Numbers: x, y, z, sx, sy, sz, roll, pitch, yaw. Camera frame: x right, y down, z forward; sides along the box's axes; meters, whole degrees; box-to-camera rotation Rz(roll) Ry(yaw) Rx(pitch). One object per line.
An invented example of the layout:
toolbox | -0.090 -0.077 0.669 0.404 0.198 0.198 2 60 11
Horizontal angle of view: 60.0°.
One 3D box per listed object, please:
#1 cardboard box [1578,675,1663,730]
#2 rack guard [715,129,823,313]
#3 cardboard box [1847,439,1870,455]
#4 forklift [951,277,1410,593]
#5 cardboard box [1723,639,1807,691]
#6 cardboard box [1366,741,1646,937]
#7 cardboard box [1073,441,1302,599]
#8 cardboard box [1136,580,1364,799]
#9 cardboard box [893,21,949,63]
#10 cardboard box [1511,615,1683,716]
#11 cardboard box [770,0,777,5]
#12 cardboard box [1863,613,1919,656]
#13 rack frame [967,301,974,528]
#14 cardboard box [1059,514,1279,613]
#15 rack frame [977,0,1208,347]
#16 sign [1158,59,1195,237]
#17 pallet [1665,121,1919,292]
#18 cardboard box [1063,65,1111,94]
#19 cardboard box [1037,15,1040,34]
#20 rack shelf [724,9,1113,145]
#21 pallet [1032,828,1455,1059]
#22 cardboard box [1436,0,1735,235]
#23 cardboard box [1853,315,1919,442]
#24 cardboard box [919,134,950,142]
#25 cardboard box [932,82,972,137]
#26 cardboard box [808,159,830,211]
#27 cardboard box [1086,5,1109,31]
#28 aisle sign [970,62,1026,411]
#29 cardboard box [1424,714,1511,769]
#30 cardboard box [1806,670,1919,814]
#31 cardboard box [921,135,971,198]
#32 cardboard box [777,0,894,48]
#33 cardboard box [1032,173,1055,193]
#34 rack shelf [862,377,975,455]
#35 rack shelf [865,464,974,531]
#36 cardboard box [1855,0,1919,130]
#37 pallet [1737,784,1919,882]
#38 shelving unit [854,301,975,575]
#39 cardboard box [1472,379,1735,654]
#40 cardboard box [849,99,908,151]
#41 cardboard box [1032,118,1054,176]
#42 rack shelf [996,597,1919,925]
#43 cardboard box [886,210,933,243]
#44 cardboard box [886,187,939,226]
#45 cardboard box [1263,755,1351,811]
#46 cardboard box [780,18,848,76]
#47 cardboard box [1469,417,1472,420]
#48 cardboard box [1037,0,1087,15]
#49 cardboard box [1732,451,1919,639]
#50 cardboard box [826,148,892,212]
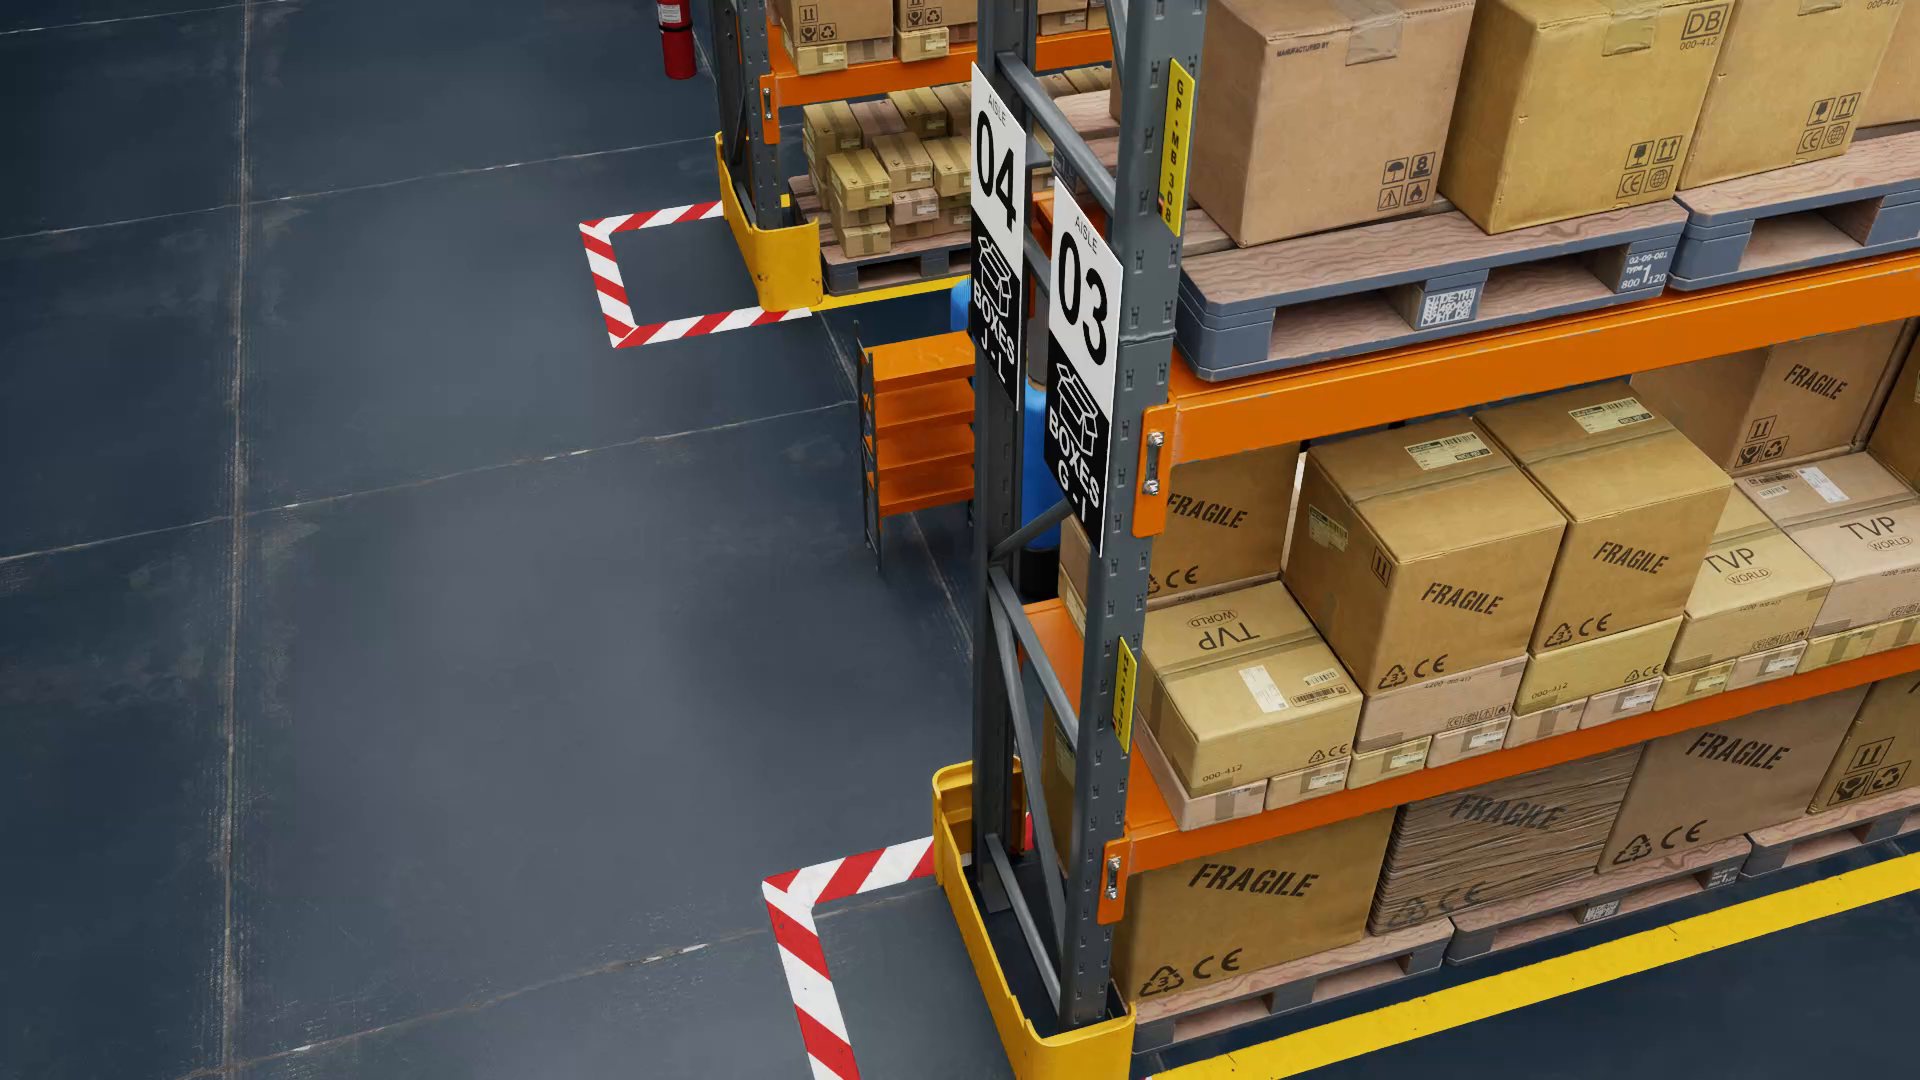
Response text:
cardboard box | 1.912 0.373 5.084 0.250 0.149 0.380 -12 43 -14
rack guard | -1.072 -1.810 9.291 0.348 0.500 1.175 -12 42 -13
cardboard box | 3.061 -0.426 5.695 0.500 0.250 0.500 -12 43 -13
forklift | 1.519 -1.460 7.043 3.031 2.935 1.130 -13 43 -15
cardboard box | 2.403 0.270 5.201 0.250 0.149 0.380 -11 42 -12
cardboard box | 1.703 0.682 5.835 0.875 0.875 0.875 -12 42 -13
cardboard box | 0.635 -0.203 4.869 0.500 0.500 0.500 -11 42 -13
cardboard box | 0.788 0.416 4.732 0.500 0.250 0.500 -13 43 -14
cardboard box | -0.234 -2.596 8.482 0.250 0.149 0.380 -13 43 -14
cardboard box | 1.762 0.212 4.965 0.500 0.250 0.500 -13 43 -14
cardboard box | -0.793 -3.136 8.607 0.500 0.500 0.500 -11 42 -12
cardboard box | 2.890 0.170 5.316 0.250 0.149 0.380 -11 42 -12
rack frame | 0.074 -0.467 7.223 0.015 1.200 0.240 -12 43 -13
cardboard box | 0.631 0.079 5.117 0.500 0.250 0.500 -12 43 -14
rack frame | 0.249 -1.863 2.892 0.127 3.000 1.000 -12 42 -13
sign | 0.410 -0.743 3.165 0.005 0.325 0.100 -12 42 -13
pallet | 2.119 -1.096 4.362 1.213 0.211 1.003 -12 42 -13
cardboard box | 0.782 -2.604 9.696 0.250 0.149 0.380 -11 42 -13
cardboard box | 0.238 -2.771 8.682 0.250 0.149 0.380 -12 43 -13
rack shelf | 0.763 -2.860 9.140 4.000 0.370 1.077 -12 42 -13
pallet | 0.988 1.240 6.020 1.213 0.211 1.003 -12 42 -13
cardboard box | 1.302 -1.138 3.872 0.500 0.500 0.700 -13 43 -15
cardboard box | 3.058 -0.705 5.445 0.500 0.500 0.500 -12 42 -13
cardboard box | -0.232 -2.320 9.596 0.250 0.149 0.380 -13 43 -15
cardboard box | 0.016 -2.464 9.536 0.250 0.149 0.380 -13 43 -15
cardboard box | -0.705 -2.055 9.520 0.250 0.149 0.380 -11 42 -12
cardboard box | 0.735 -2.840 8.761 0.250 0.149 0.380 -10 42 -12
aisle sign | 0.090 -0.756 4.210 0.004 0.787 0.394 -12 42 -13
cardboard box | 1.423 0.473 4.969 0.250 0.149 0.380 -12 43 -14
cardboard box | 3.411 0.328 6.240 0.875 0.875 0.875 -12 42 -13
cardboard box | -0.037 -2.034 9.044 0.250 0.149 0.380 -12 43 -13
cardboard box | -0.633 -2.801 8.224 0.500 0.500 0.500 -10 42 -11
cardboard box | 0.419 -2.092 9.336 0.250 0.149 0.380 -14 43 -15
rack shelf | -0.158 -0.537 7.064 0.480 0.148 0.258 -12 43 -13
rack shelf | -0.158 -0.219 7.342 0.480 0.148 0.258 -12 43 -13
cardboard box | 2.280 -1.447 4.225 0.500 0.500 0.700 -10 42 -11
pallet | 3.315 0.757 6.572 1.213 0.211 1.003 -12 42 -13
shelving unit | -0.158 -0.419 7.167 0.503 1.200 0.258 -12 43 -13
cardboard box | 1.757 -0.072 4.720 0.500 0.500 0.500 -13 43 -14
cardboard box | -0.459 -2.322 9.373 0.250 0.149 0.380 -11 42 -12
cardboard box | 0.442 -2.184 9.215 0.250 0.149 0.380 -10 42 -11
rack shelf | 2.156 0.272 5.555 4.000 0.370 1.077 -12 42 -13
cardboard box | -0.324 -1.826 9.258 0.250 0.149 0.380 -12 43 -13
cardboard box | -0.290 -1.894 9.109 0.250 0.149 0.380 -12 43 -13
cardboard box | 0.931 0.577 4.851 0.250 0.149 0.380 -12 43 -14
cardboard box | -0.737 -2.500 8.372 0.250 0.149 0.380 -12 43 -13
cardboard box | 1.601 -0.122 5.347 0.500 0.250 0.500 -13 43 -15
cardboard box | 0.340 -3.012 8.465 0.500 0.500 0.500 -11 42 -12
cardboard box | 2.742 0.007 5.199 0.500 0.250 0.500 -11 42 -12
cardboard box | -0.543 -1.935 8.930 0.250 0.149 0.380 -14 43 -15
